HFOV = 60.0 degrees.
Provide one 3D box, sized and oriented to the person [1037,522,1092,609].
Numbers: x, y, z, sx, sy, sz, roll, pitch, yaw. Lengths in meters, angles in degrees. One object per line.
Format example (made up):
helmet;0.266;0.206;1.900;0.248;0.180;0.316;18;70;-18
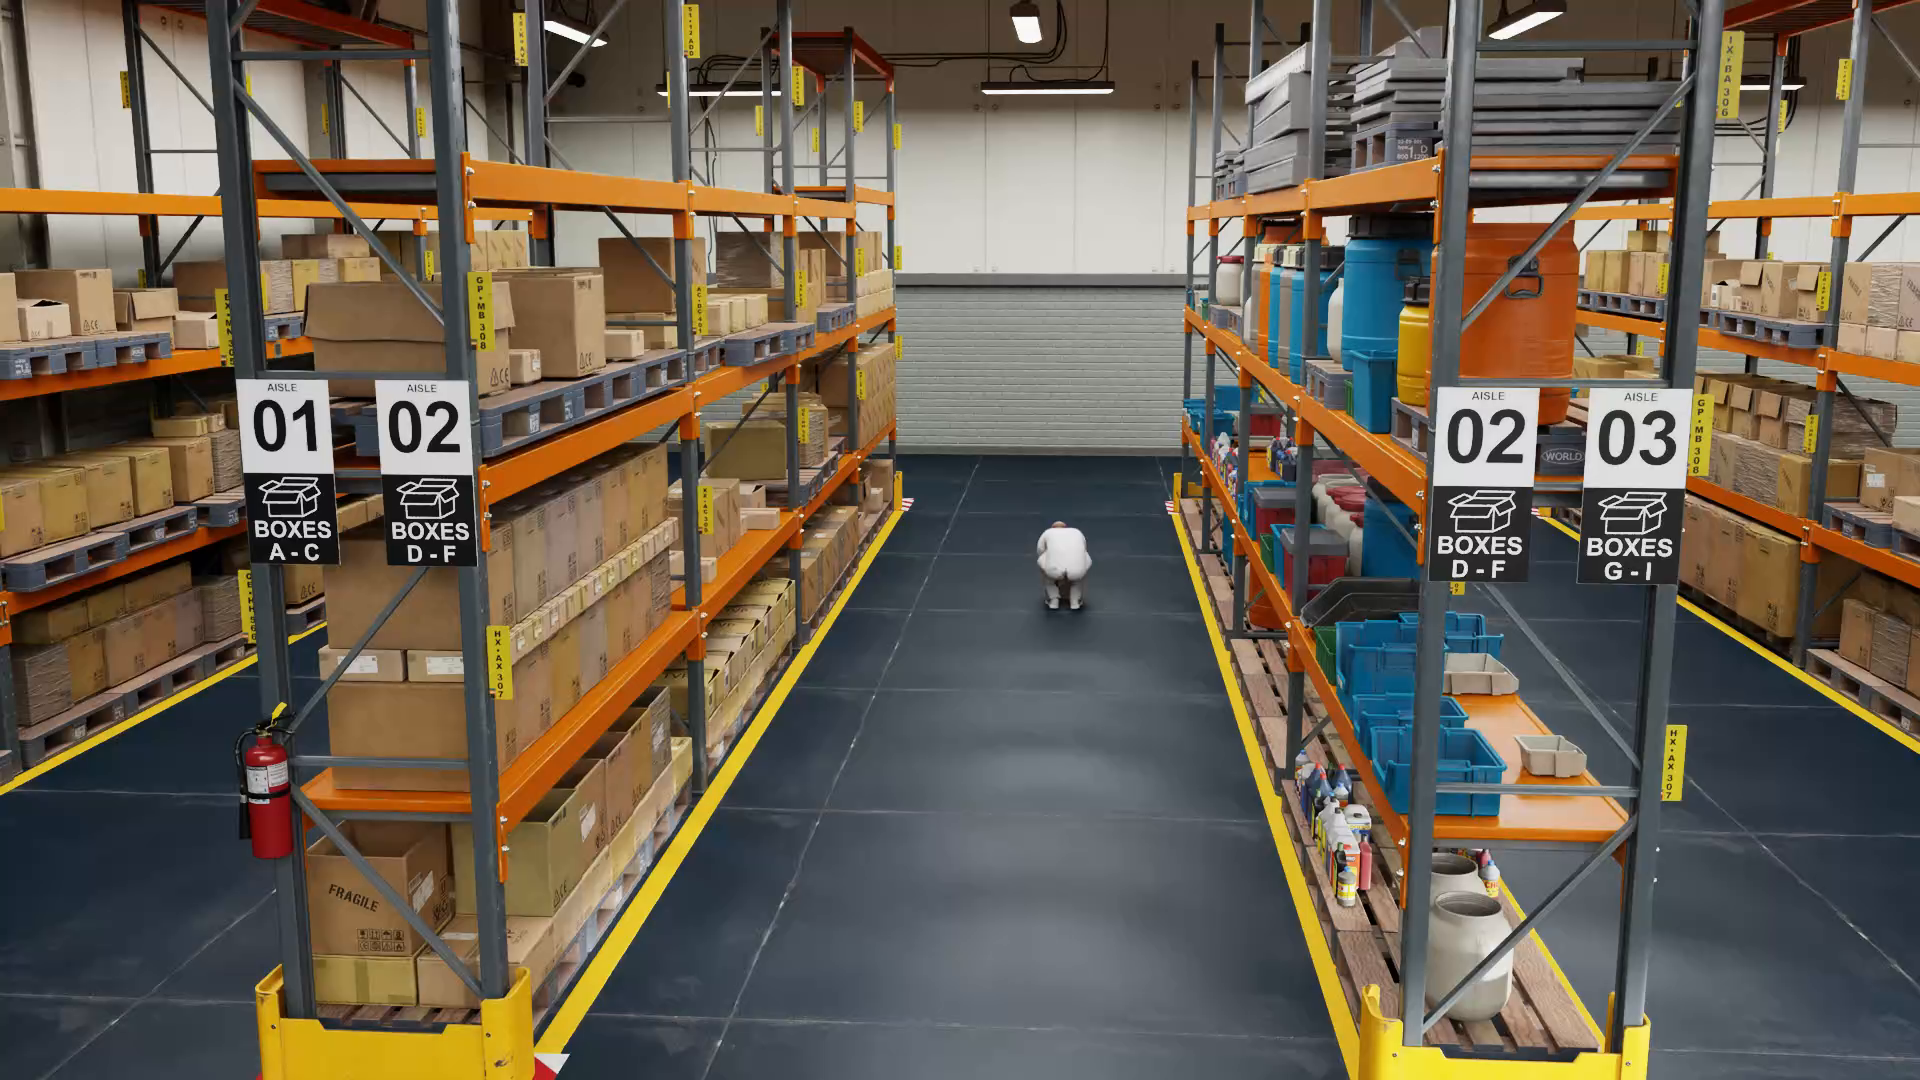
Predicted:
person;1.080;0.295;17.183;0.570;0.854;0.917;0;11;3
